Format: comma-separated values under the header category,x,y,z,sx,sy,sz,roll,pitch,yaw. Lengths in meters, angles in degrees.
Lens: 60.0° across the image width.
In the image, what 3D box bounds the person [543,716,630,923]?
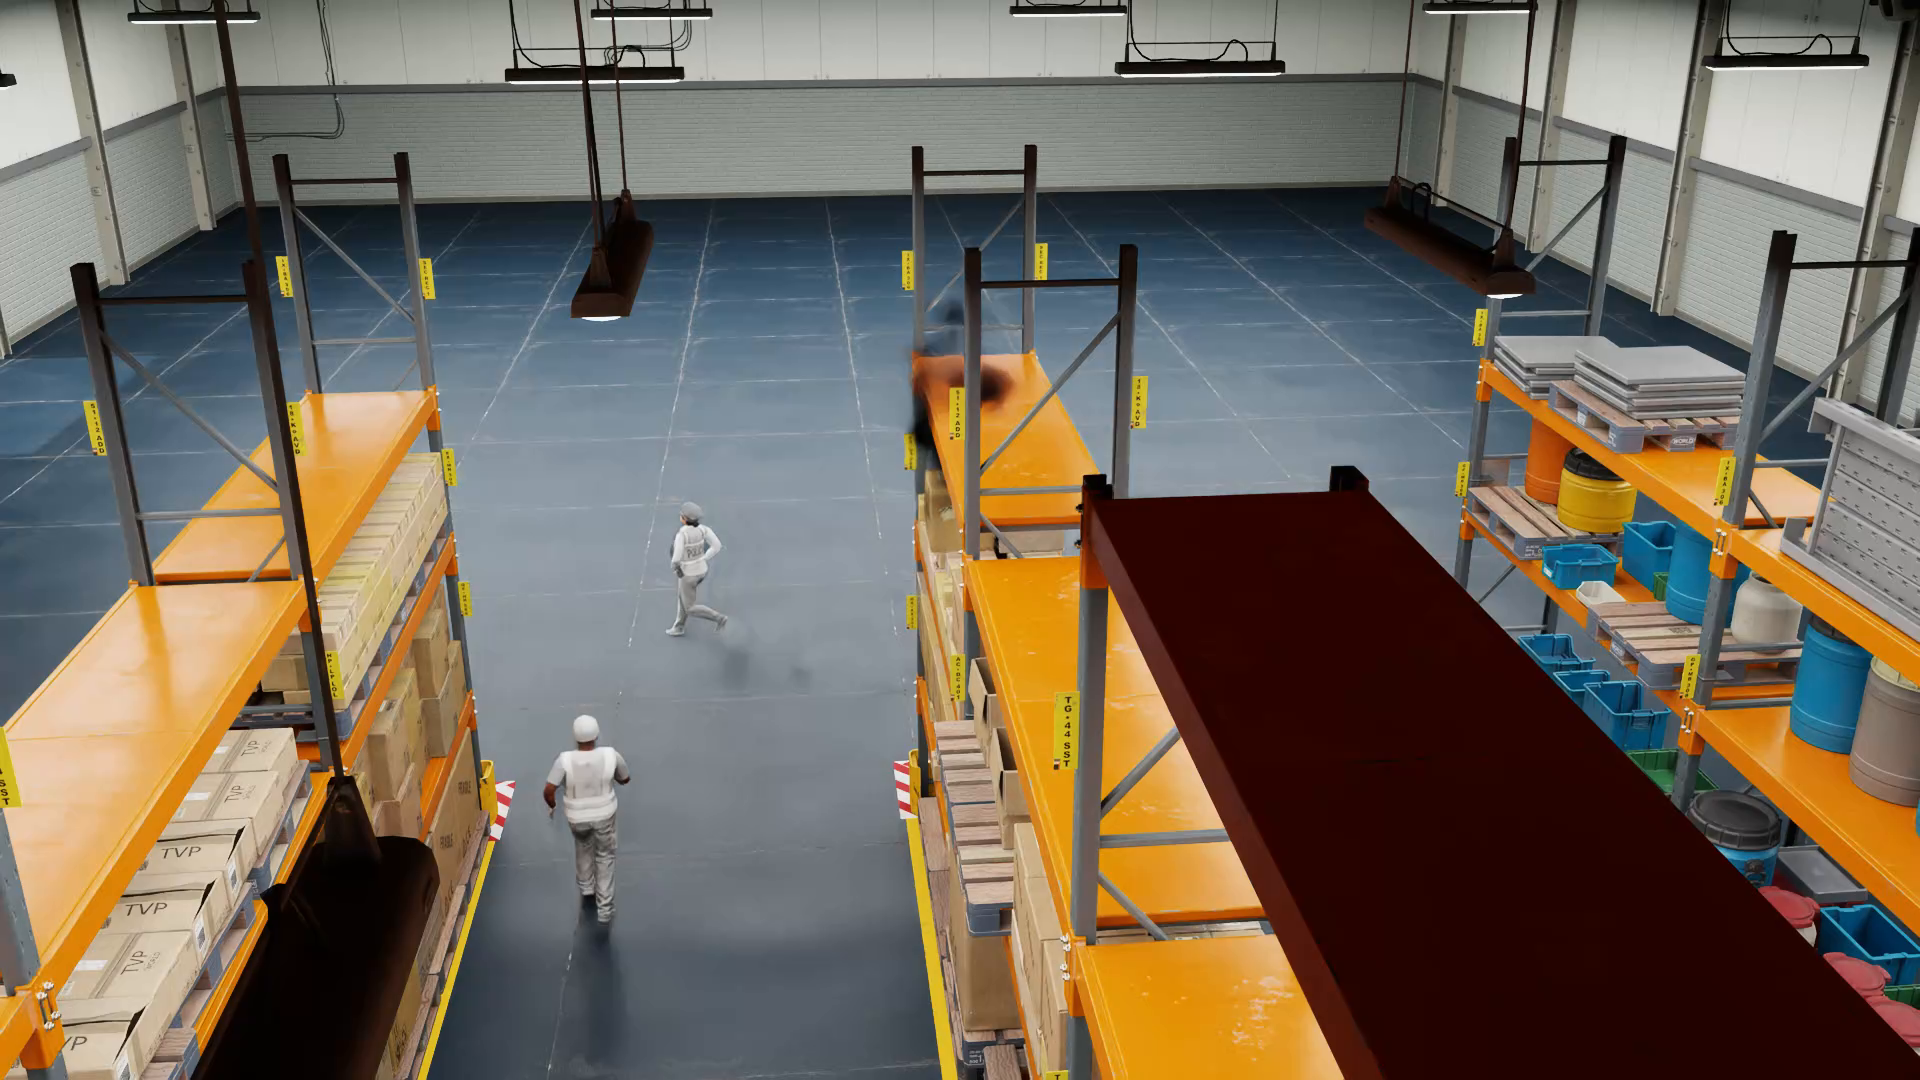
category,x,y,z,sx,sy,sz,roll,pitch,yaw
person,-3.001,2.254,13.527,0.661,1.846,0.785,-2,22,-6

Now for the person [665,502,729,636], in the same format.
category,x,y,z,sx,sy,sz,roll,pitch,yaw
person,-2.953,0.392,18.454,0.996,1.691,0.595,12,25,28
